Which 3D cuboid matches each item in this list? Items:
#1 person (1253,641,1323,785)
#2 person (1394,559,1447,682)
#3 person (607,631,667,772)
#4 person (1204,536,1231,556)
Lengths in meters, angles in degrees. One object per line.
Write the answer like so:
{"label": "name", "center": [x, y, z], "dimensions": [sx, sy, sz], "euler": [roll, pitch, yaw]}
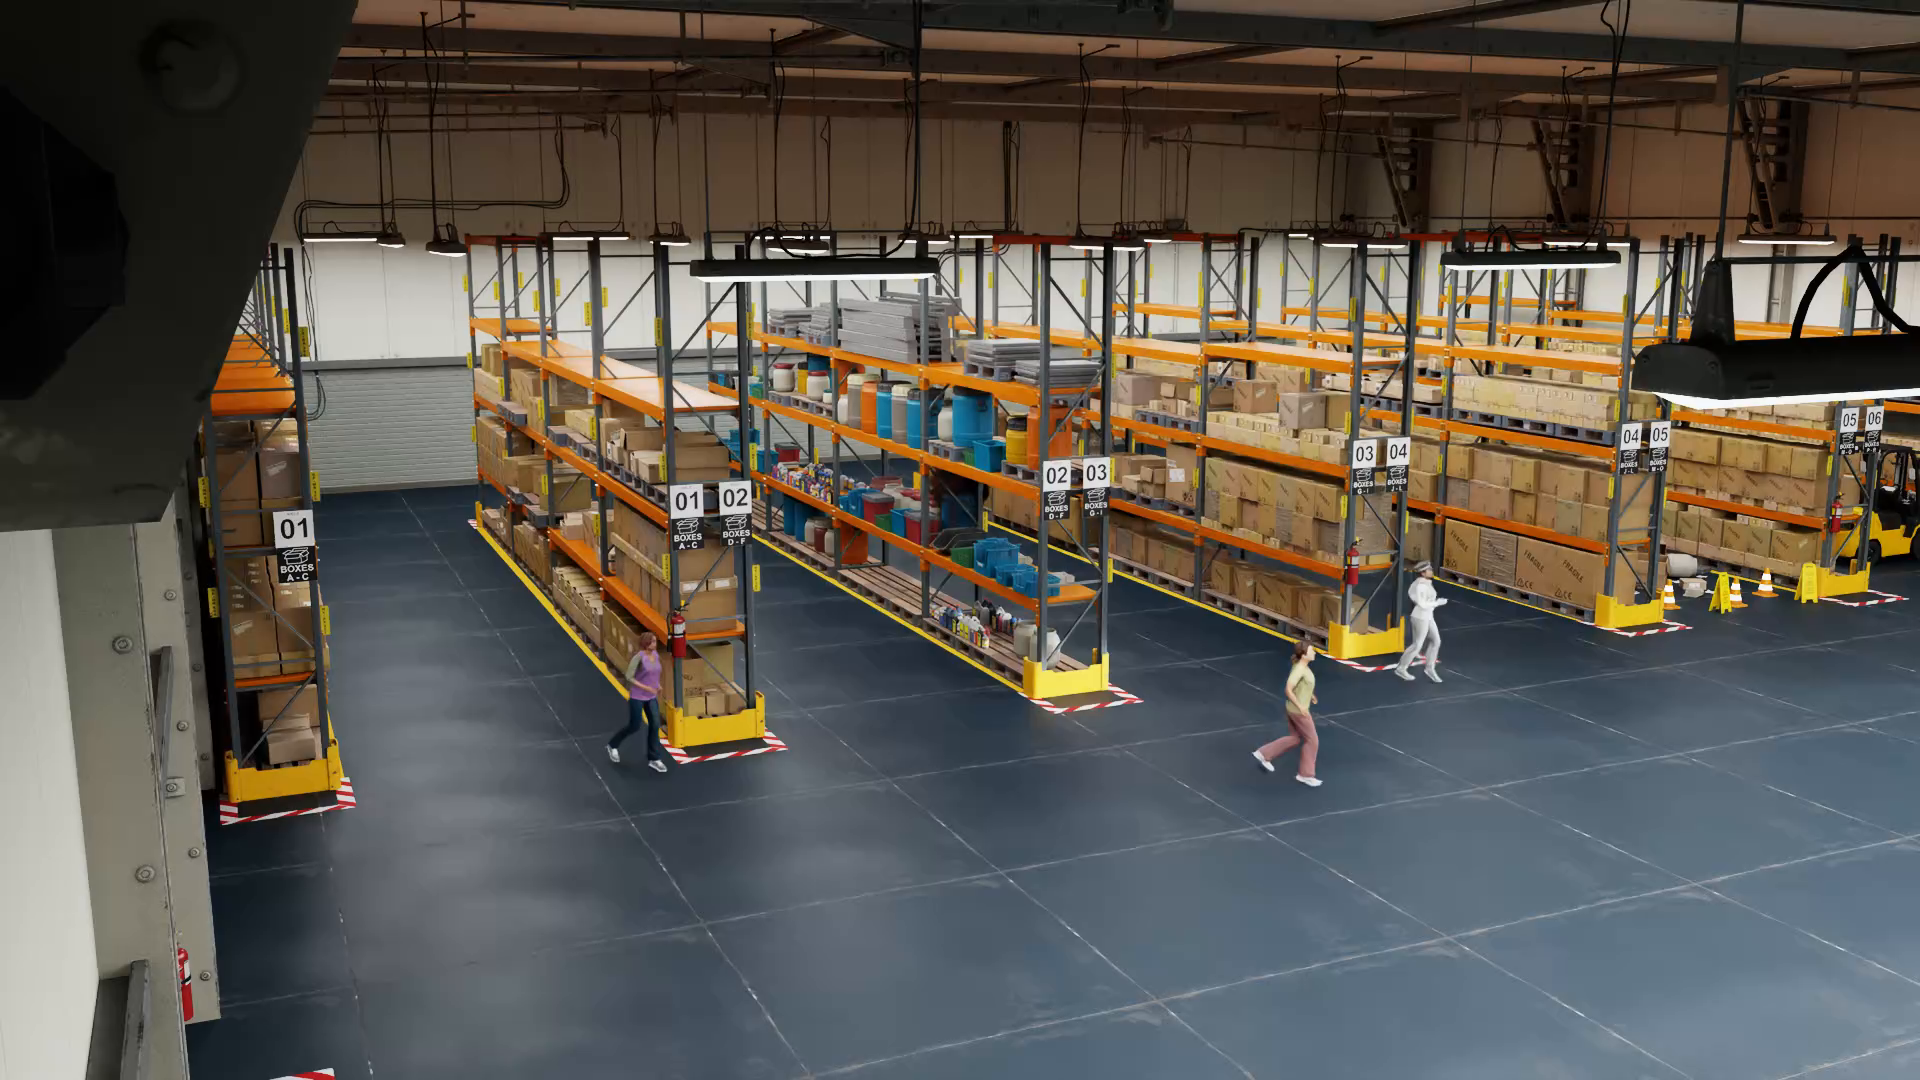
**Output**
{"label": "person", "center": [3.730, 1.945, 18.786], "dimensions": [0.795, 1.685, 0.582], "euler": [2, 11, 8]}
{"label": "person", "center": [6.355, 1.128, 22.892], "dimensions": [0.647, 1.764, 0.614], "euler": [4, 12, 21]}
{"label": "person", "center": [-3.665, 1.862, 19.408], "dimensions": [0.800, 1.562, 0.615], "euler": [7, 13, 32]}
{"label": "person", "center": [4.910, -0.557, 31.599], "dimensions": [0.661, 1.689, 0.778], "euler": [-8, 13, -35]}
